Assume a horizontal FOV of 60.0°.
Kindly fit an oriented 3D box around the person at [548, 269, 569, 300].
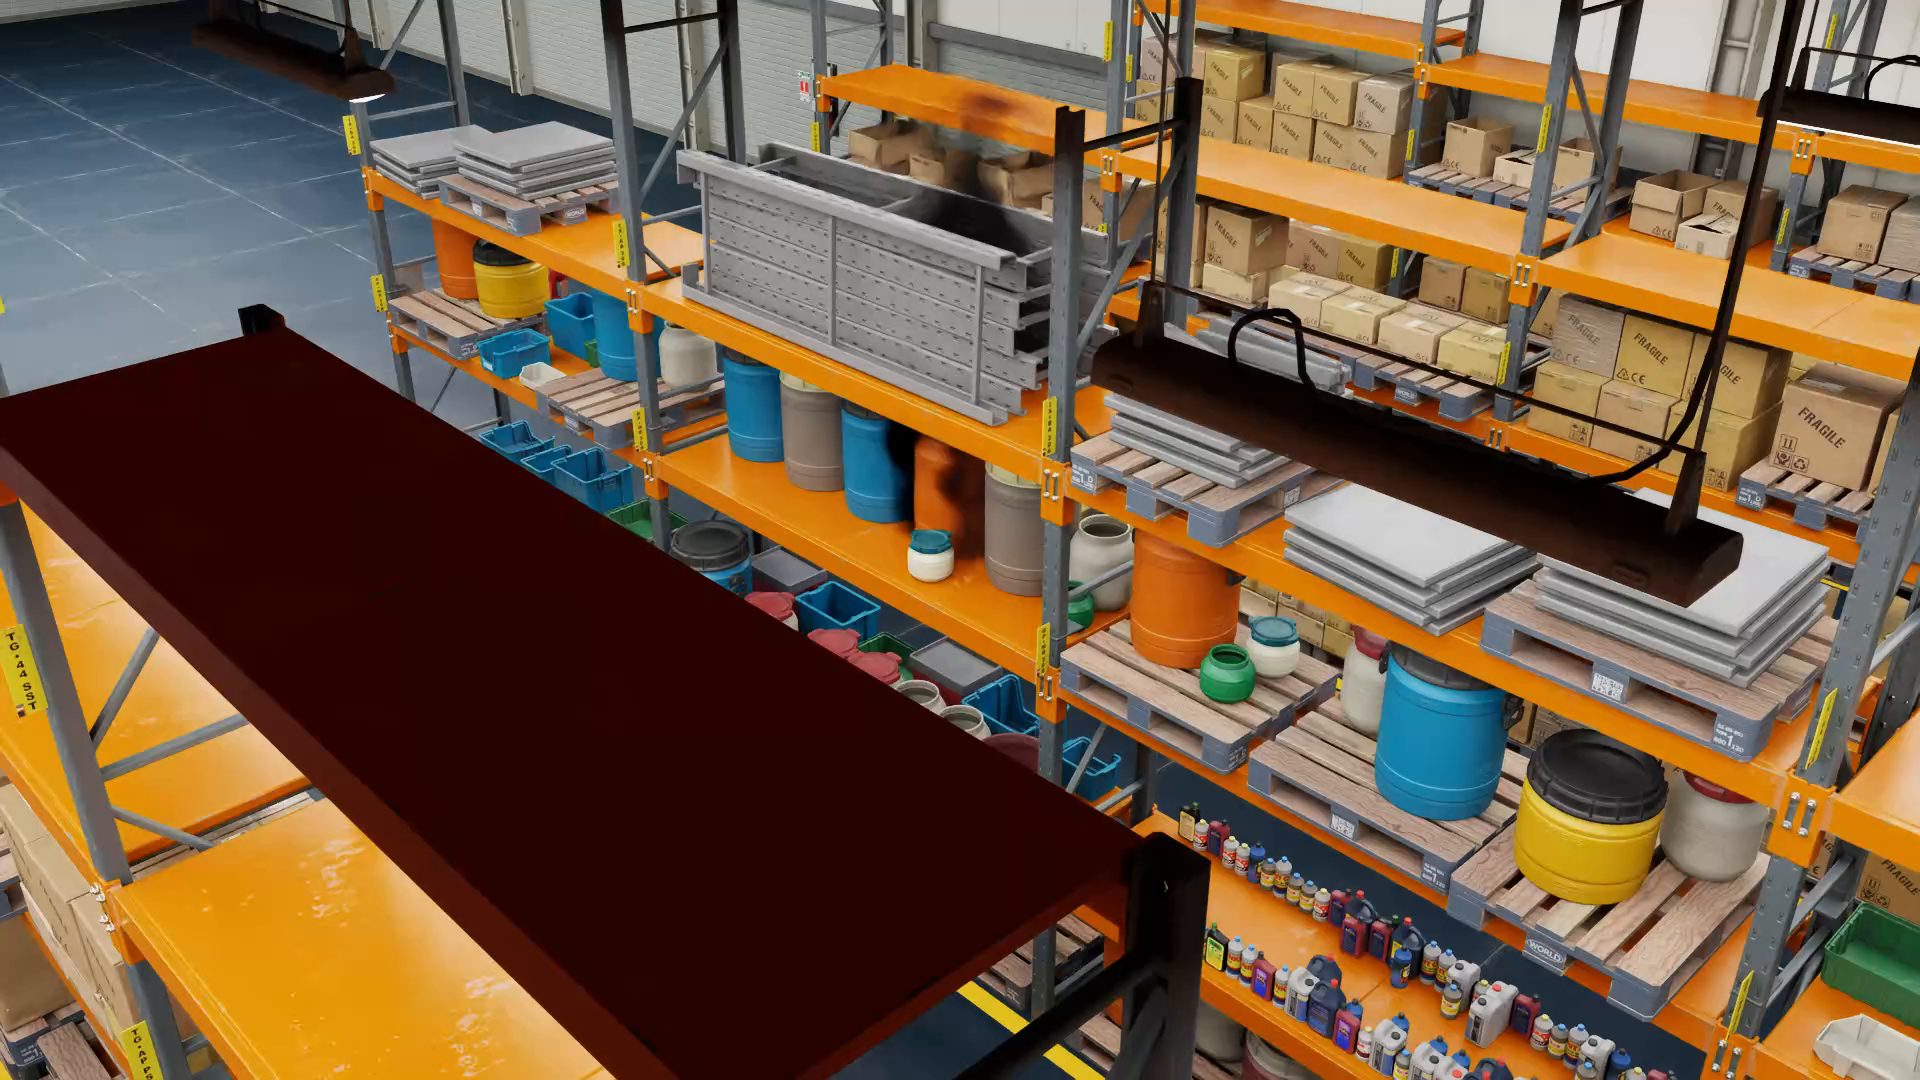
[{"bbox_3d":[-4.895,-2.591,19.871,0.791,1.681,0.699,-6,29,-12],"label":"person"}]
